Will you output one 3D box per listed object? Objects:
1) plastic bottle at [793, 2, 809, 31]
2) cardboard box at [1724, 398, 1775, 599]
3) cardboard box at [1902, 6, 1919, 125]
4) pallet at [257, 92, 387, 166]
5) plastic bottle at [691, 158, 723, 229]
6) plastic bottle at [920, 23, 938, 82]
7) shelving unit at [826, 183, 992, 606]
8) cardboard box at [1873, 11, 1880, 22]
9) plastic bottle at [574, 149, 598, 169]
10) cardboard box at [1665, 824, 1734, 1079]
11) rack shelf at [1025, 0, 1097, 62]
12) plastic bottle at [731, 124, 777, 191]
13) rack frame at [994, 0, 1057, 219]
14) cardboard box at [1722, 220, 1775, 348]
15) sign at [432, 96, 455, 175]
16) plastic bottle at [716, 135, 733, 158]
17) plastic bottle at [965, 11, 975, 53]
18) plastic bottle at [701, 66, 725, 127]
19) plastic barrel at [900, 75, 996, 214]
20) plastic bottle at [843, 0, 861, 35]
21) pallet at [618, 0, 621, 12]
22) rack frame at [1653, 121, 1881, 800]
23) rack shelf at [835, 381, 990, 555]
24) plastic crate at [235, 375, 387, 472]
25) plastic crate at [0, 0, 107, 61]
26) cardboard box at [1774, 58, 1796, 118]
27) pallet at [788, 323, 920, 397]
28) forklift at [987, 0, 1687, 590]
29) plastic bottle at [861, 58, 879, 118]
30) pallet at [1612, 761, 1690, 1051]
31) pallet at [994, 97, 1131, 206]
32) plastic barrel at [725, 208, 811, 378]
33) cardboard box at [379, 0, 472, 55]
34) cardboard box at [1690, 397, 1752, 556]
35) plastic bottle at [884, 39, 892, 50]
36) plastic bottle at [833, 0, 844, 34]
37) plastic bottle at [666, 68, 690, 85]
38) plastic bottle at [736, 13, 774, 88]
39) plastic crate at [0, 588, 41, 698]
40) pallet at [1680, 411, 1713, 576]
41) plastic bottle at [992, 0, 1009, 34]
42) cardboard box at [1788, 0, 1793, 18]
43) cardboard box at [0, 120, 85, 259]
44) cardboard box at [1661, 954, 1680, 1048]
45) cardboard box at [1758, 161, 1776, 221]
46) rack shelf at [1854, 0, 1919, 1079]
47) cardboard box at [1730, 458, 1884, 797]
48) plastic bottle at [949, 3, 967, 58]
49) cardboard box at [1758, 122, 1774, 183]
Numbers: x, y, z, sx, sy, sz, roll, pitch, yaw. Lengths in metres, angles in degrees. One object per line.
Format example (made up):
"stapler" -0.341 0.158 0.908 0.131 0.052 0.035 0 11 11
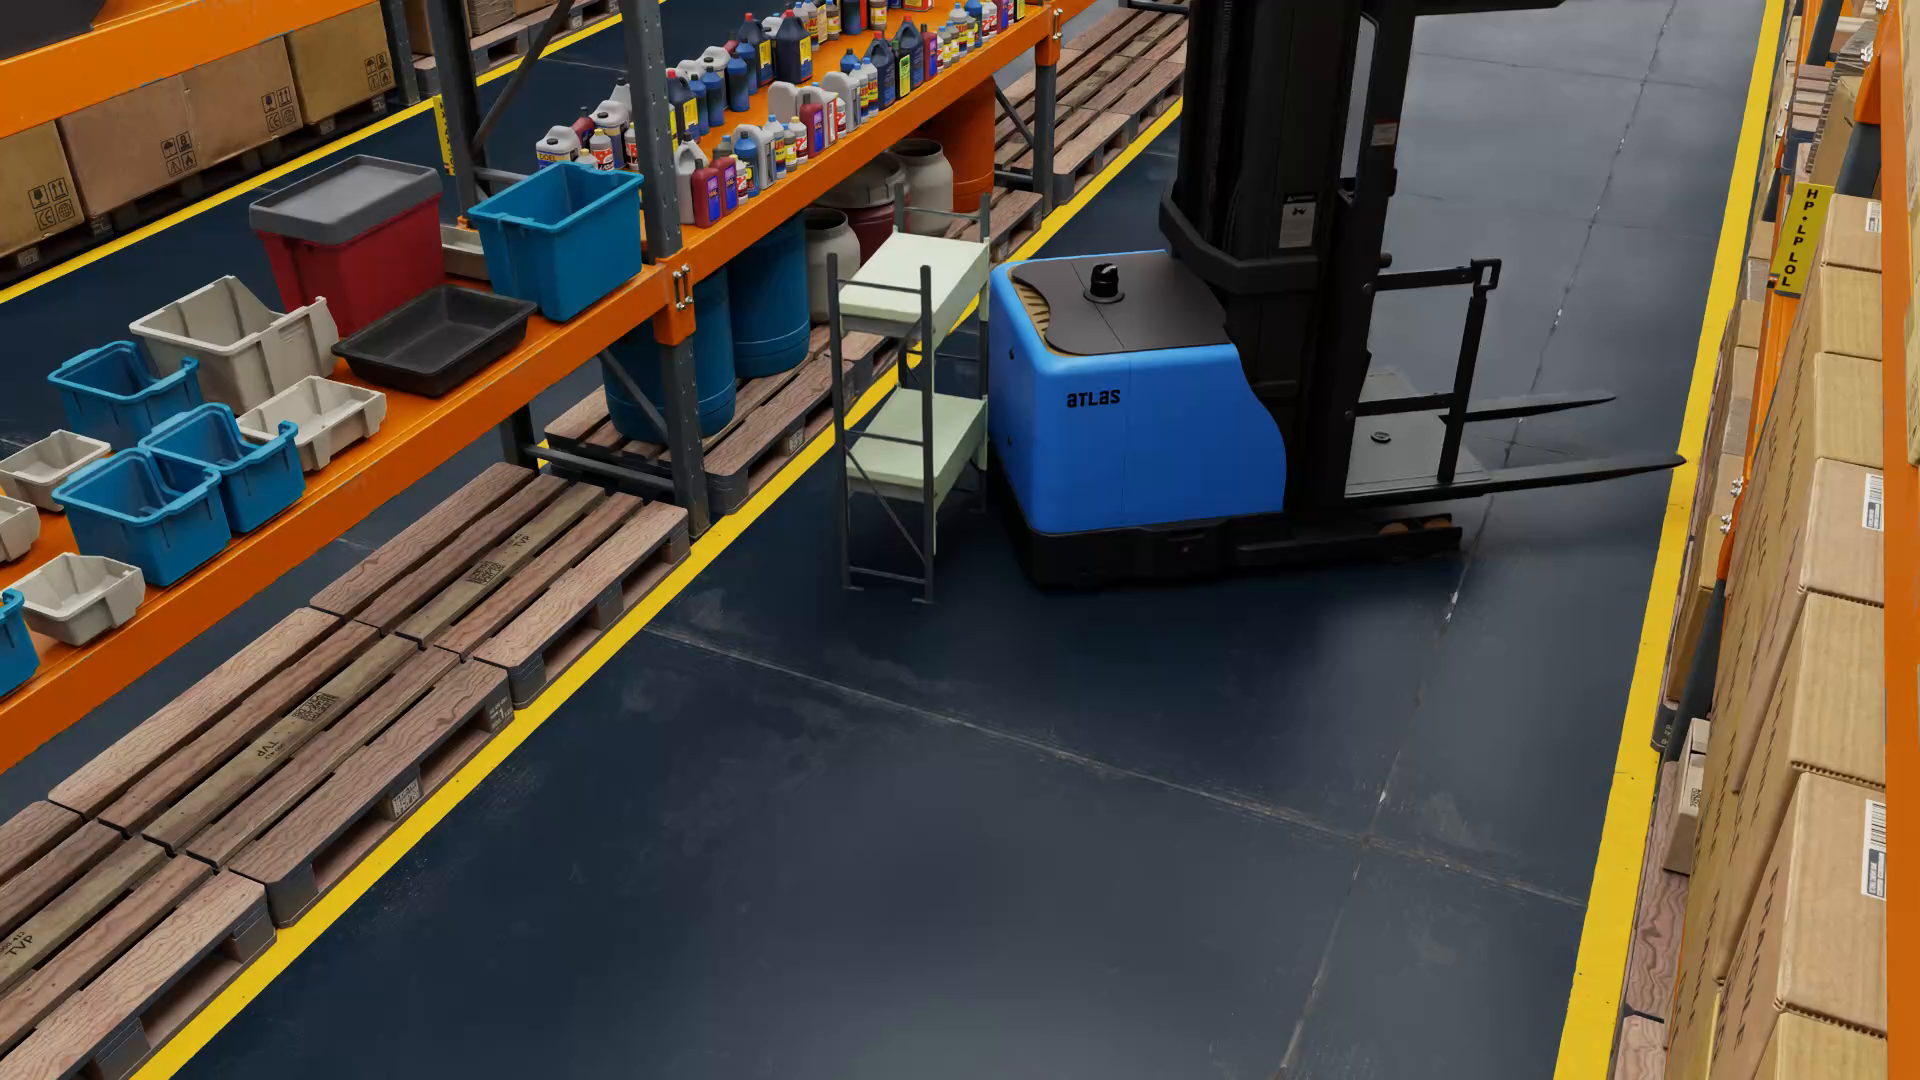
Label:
"plastic bottle" -0.839 -2.680 8.719 0.097 0.271 0.097 0 33 0
"cardboard box" 2.459 -0.107 4.586 0.500 0.500 0.500 15 36 22
"cardboard box" 2.278 -1.015 3.463 0.500 0.250 0.500 14 36 20
"pallet" -4.801 -2.982 11.605 1.003 0.211 1.213 14 36 20
"plastic bottle" -1.037 -1.431 6.803 0.061 0.283 0.133 14 36 20
"plastic bottle" -0.164 -2.469 8.387 0.061 0.283 0.133 14 36 20
"shelving unit" -0.186 -0.587 6.777 0.431 1.500 0.755 10 35 15
"cardboard box" 4.432 -2.126 7.283 0.700 0.500 0.500 3 33 4
"plastic bottle" -1.586 -1.563 7.079 0.097 0.201 0.097 0 33 0
"cardboard box" 1.614 0.902 3.048 0.500 0.500 0.500 14 36 21
"rack shelf" 0.932 -4.082 11.396 1.077 0.370 4.000 14 36 20
"plastic bottle" -0.885 -1.668 7.172 0.152 0.276 0.135 14 36 20
"rack frame" 0.095 -3.387 9.679 1.000 3.000 0.127 14 36 20
"cardboard box" 4.143 -1.226 8.263 0.500 0.500 0.500 16 36 22
"sign" -2.077 -1.637 6.759 0.100 0.325 0.005 14 36 20
"plastic bottle" -1.006 -1.656 7.221 0.097 0.201 0.097 0 33 0
"plastic bottle" 0.030 -2.691 8.799 0.097 0.201 0.097 0 33 0
"plastic bottle" -1.166 -2.092 7.822 0.097 0.271 0.097 0 33 0
"plastic barrel" -0.094 -2.407 9.782 0.600 0.830 0.708 14 36 20
"plastic bottle" -0.591 -2.896 9.048 0.097 0.271 0.097 0 33 0
"pallet" -3.054 -4.961 14.623 1.003 0.211 1.213 14 36 20
"rack frame" 2.919 -0.256 4.905 1.000 3.000 0.127 14 36 20
"rack shelf" -0.186 -0.314 6.955 0.431 0.370 0.720 10 35 15
"plastic crate" -2.034 -0.373 5.269 0.293 0.136 0.466 14 36 20
"plastic crate" -2.363 -1.329 3.862 0.504 0.338 0.767 14 36 20
"cardboard box" 5.438 -2.846 10.468 0.500 0.311 0.500 13 35 19
"pallet" -0.708 -1.213 8.907 1.003 0.211 1.213 14 36 20
"forklift" 1.679 -1.410 6.728 3.031 2.935 1.130 -6 34 -9
"plastic bottle" -0.440 -2.161 7.927 0.097 0.271 0.097 0 33 0
"pallet" 2.631 1.252 5.149 1.003 0.211 1.213 14 36 20
"pallet" 0.455 -2.598 11.019 1.003 0.211 1.213 14 36 20
"plastic barrel" -1.039 -1.312 8.047 0.600 0.901 0.708 14 36 20
"cardboard box" -4.141 -4.000 12.493 0.700 0.500 0.500 12 35 18
"cardboard box" 3.290 -0.200 6.699 0.500 0.500 0.500 15 36 21
"plastic bottle" -0.353 -2.325 8.166 0.061 0.283 0.133 14 36 20
"plastic bottle" -0.670 -2.910 9.059 0.061 0.283 0.133 14 36 20
"plastic bottle" -1.343 -2.046 7.748 0.152 0.276 0.135 14 36 20
"plastic bottle" -1.030 -2.455 8.304 0.144 0.351 0.185 14 36 20
"plastic crate" -2.574 0.267 4.205 0.416 0.233 0.300 14 36 20
"pallet" 3.734 -0.114 7.231 1.003 0.211 1.213 14 36 20
"plastic bottle" 0.217 -2.924 9.080 0.061 0.283 0.133 14 36 20
"cardboard box" 6.884 -4.296 13.191 0.500 0.250 0.500 14 36 20
"cardboard box" -5.827 -2.141 9.335 1.225 0.875 0.875 14 36 21
"cardboard box" 2.195 1.337 4.658 0.380 0.166 0.250 14 36 20
"cardboard box" 4.588 -1.826 8.913 0.500 0.311 0.500 15 36 22
"rack shelf" 2.083 -0.214 2.761 1.077 0.370 4.000 14 36 20
"cardboard box" 1.821 0.224 3.169 0.500 0.500 0.500 15 36 22
"plastic bottle" -0.011 -2.671 8.706 0.097 0.271 0.097 0 33 0
"cardboard box" 5.230 -2.356 10.233 0.500 0.250 0.500 15 36 21
